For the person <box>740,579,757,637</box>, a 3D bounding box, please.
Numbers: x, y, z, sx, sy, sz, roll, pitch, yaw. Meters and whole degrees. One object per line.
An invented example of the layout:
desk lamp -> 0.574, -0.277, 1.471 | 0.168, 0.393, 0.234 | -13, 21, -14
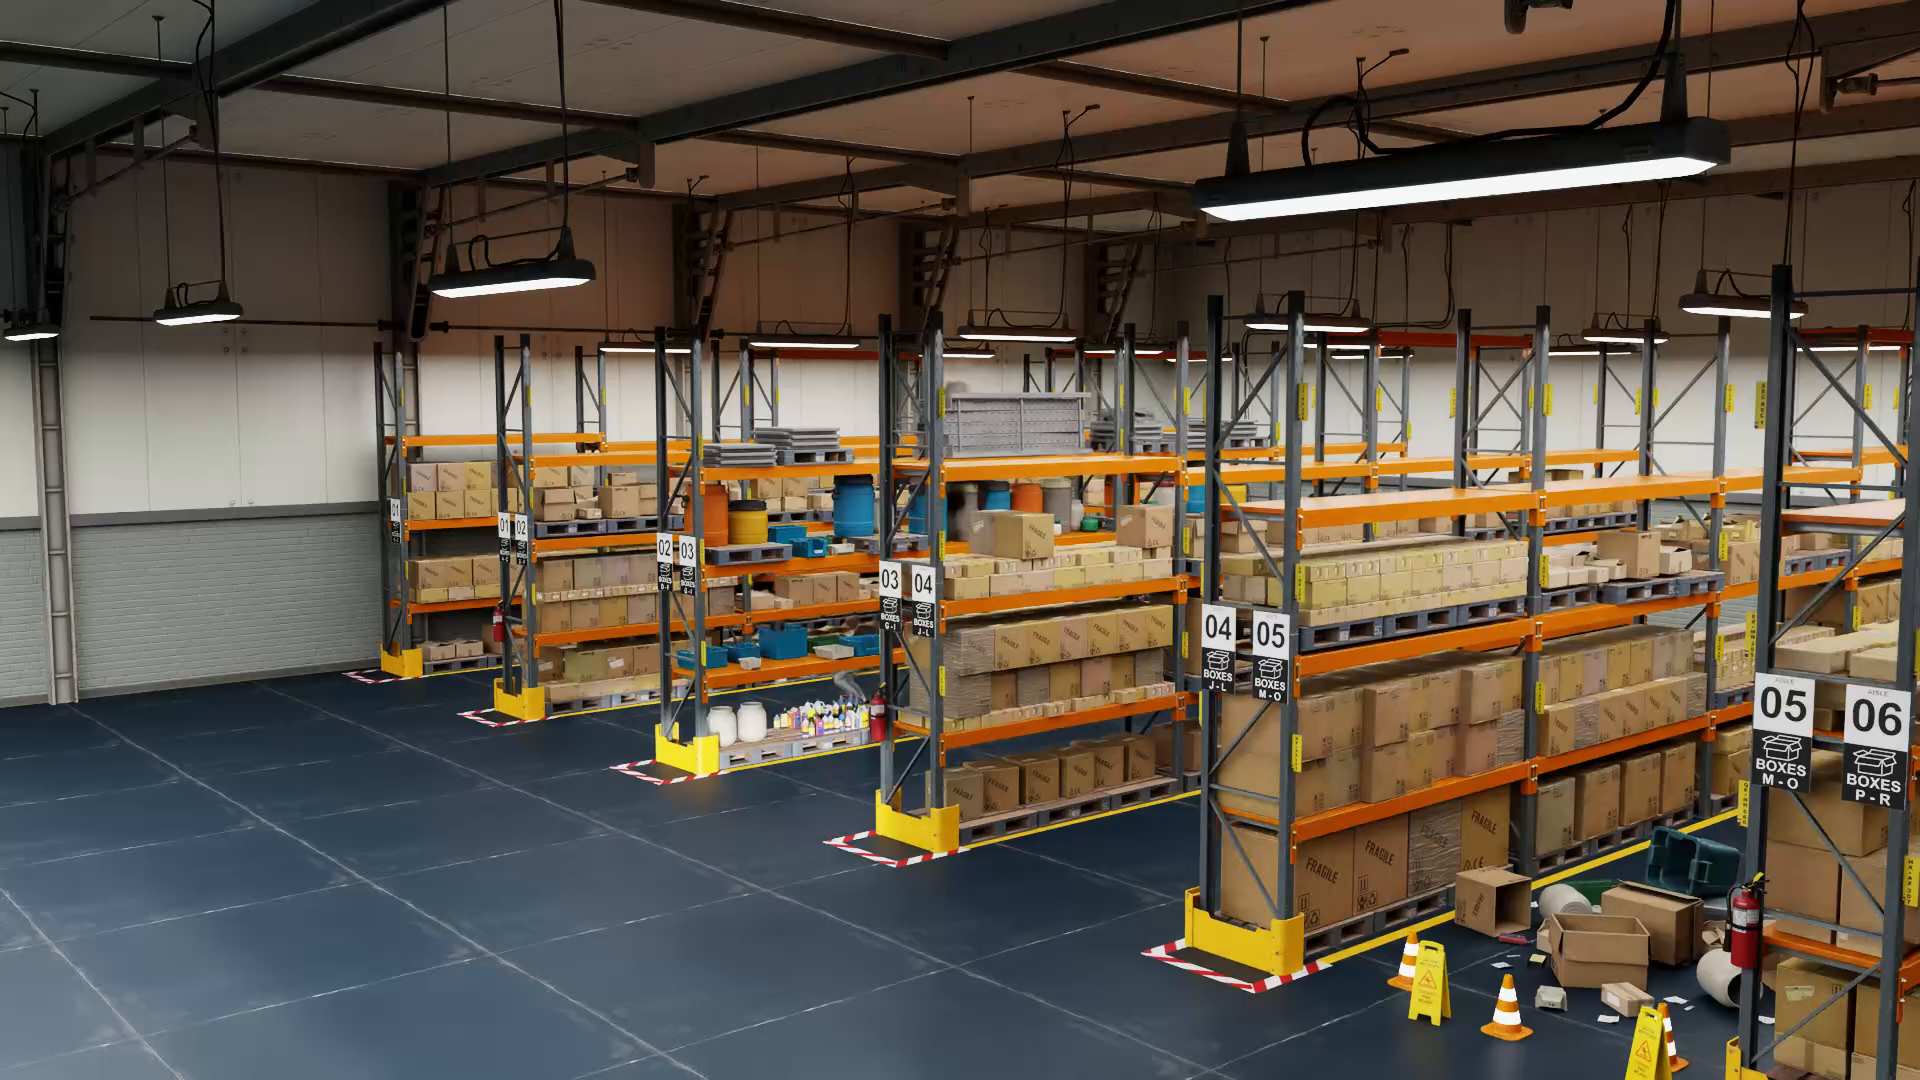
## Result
person -> -3.906, 1.518, 31.192 | 0.627, 1.698, 0.761 | 5, 7, 42

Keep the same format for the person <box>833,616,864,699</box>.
person -> -1.762, 1.966, 26.596 | 0.534, 1.536, 0.599 | 0, 5, -4
